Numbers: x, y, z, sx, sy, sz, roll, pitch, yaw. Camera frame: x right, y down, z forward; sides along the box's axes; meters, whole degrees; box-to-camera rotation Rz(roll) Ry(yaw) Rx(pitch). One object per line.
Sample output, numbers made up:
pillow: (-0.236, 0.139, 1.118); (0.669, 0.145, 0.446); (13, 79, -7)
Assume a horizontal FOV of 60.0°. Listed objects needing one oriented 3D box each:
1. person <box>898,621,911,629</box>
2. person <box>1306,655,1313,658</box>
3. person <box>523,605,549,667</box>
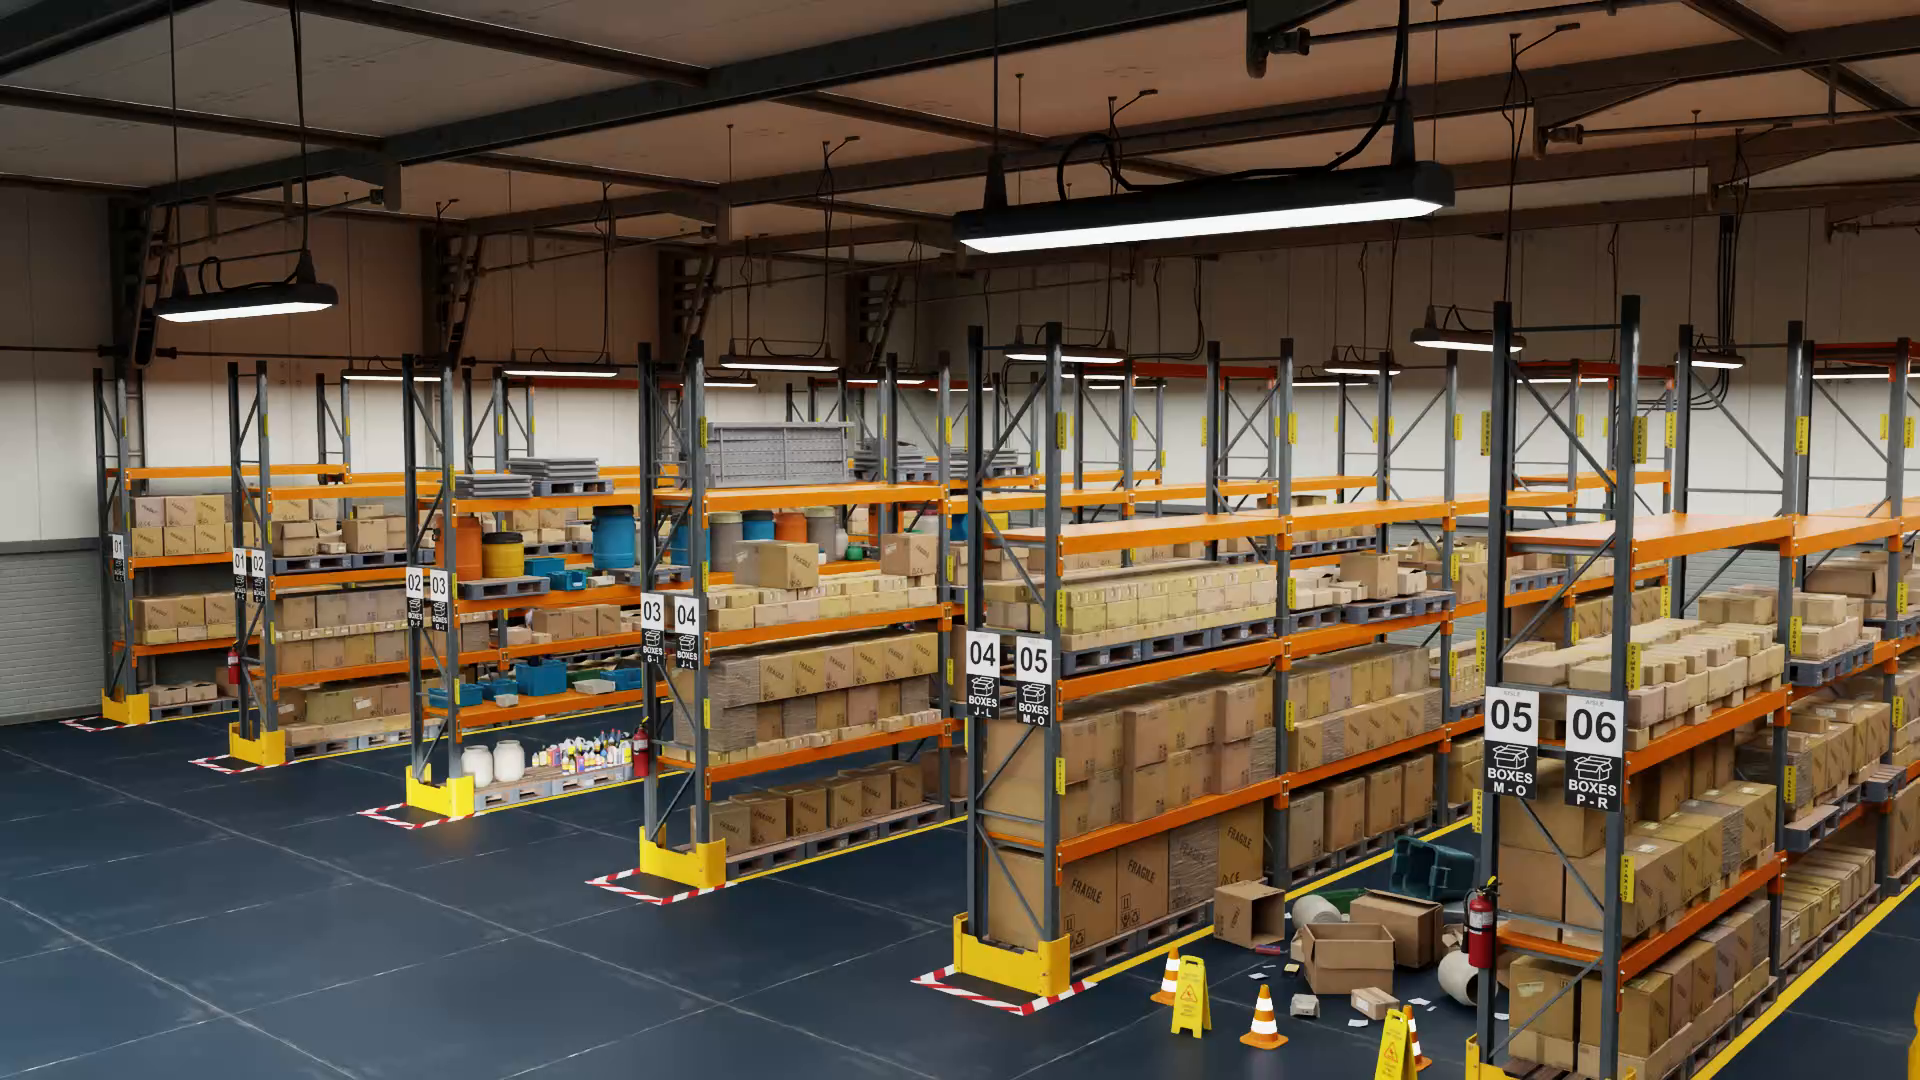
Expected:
person: (-0.963, 1.794, 33.885); (0.583, 1.741, 1.022); (4, 5, 40)
person: (5.012, 2.534, 23.879); (0.444, 1.791, 0.673); (1, 4, 16)
person: (-8.229, 1.976, 32.524); (0.635, 1.648, 0.469); (-2, 5, -25)
